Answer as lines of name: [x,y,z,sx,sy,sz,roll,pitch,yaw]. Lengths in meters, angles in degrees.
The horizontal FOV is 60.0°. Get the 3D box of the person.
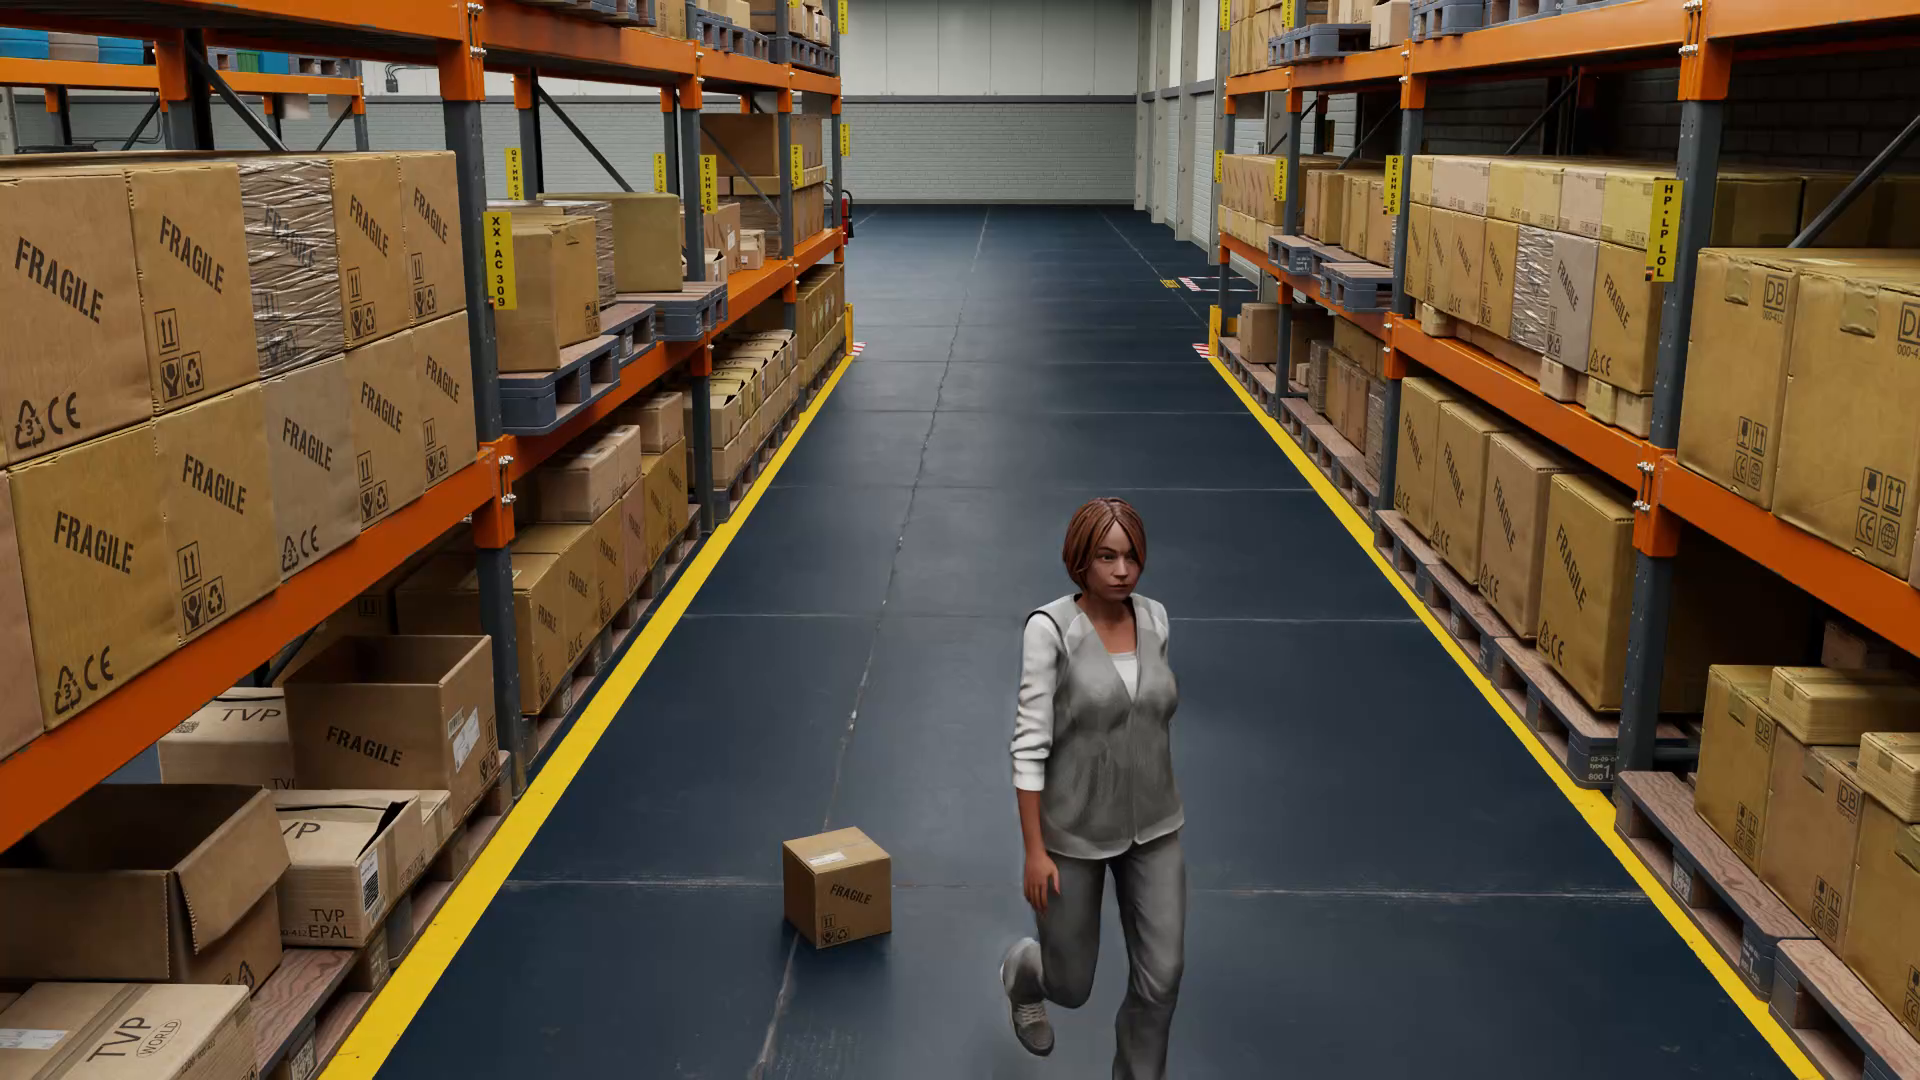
person: [0.298,0.664,3.853,0.423,1.568,0.768,-6,15,-21]
